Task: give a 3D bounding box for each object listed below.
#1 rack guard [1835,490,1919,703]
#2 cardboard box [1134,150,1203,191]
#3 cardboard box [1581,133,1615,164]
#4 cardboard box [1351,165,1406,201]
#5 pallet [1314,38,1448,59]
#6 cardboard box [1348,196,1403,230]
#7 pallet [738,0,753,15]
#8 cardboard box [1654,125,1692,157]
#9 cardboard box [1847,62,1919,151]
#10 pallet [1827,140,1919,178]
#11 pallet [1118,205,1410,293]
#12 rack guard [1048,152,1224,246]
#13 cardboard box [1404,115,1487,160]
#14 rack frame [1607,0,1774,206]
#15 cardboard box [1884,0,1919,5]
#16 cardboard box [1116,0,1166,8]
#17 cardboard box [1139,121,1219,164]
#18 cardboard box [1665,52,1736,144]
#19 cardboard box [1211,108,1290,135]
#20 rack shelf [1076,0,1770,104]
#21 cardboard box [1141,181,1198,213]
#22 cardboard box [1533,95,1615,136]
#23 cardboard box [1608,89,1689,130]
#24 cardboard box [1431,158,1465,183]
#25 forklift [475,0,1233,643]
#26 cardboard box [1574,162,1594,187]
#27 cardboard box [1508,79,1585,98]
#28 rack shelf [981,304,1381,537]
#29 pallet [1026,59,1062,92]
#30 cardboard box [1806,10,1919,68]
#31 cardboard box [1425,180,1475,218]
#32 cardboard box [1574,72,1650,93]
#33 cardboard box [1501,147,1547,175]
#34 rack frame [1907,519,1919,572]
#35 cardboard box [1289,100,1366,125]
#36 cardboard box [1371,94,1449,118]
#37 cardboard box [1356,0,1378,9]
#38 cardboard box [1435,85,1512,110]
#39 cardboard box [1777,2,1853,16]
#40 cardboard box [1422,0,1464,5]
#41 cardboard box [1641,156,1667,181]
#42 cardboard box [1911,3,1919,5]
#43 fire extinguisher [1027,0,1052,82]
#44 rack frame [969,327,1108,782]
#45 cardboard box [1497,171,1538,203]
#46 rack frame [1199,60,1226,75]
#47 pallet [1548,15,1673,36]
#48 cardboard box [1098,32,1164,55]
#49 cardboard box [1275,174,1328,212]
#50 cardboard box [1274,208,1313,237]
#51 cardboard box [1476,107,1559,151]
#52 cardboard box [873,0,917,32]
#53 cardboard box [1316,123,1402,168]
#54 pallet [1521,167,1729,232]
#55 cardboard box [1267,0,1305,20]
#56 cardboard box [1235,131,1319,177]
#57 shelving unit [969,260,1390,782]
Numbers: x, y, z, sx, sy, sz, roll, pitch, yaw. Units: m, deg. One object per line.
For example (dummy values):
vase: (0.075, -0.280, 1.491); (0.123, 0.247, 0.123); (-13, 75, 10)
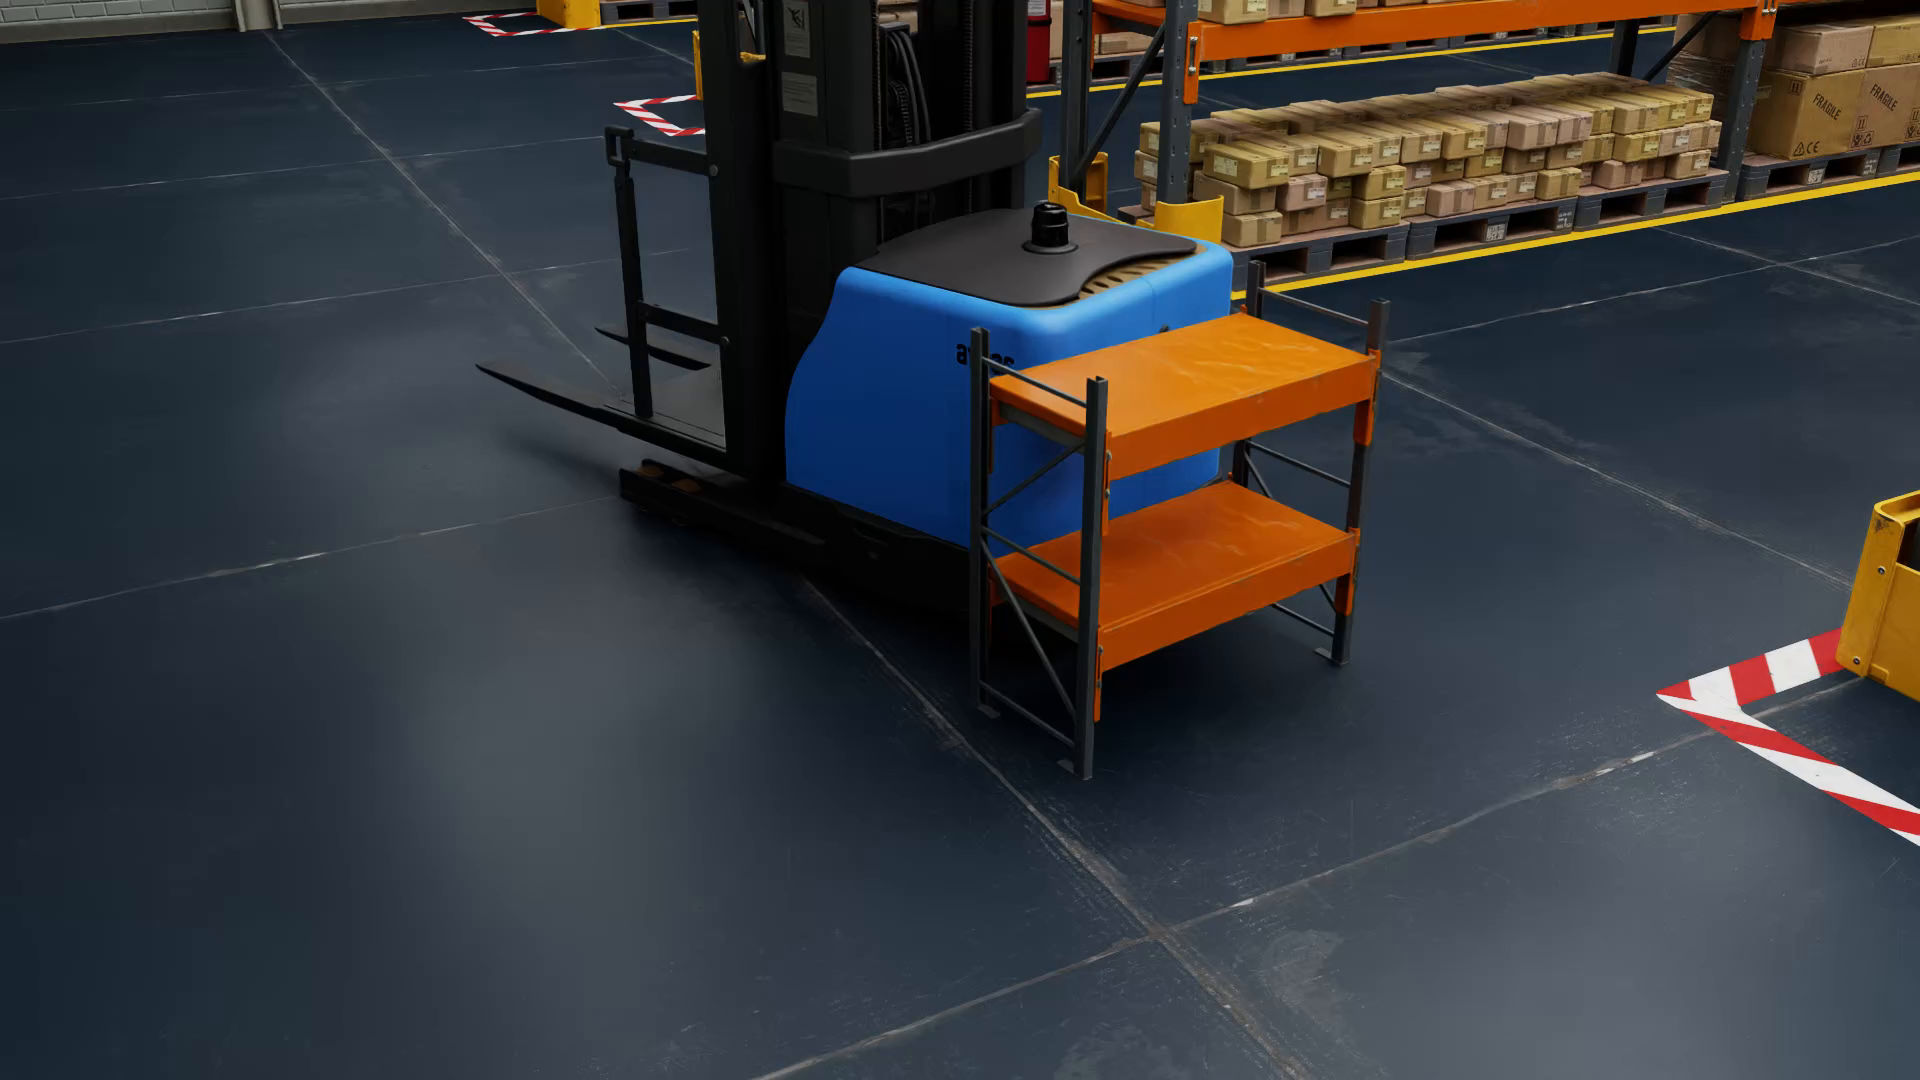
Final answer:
rack guard: (3.032, 0.319, 4.507); (0.348, 0.500, 1.175); (-13, 29, -25)
cardboard box: (1.140, -1.982, 8.877); (0.250, 0.149, 0.380); (-14, 29, -26)
cardboard box: (3.481, -2.260, 9.456); (0.250, 0.149, 0.380); (-13, 28, -25)
cardboard box: (2.112, -1.903, 8.712); (0.250, 0.149, 0.380); (-12, 28, -24)
pallet: (3.643, -4.591, 15.068); (1.213, 0.211, 1.003); (-13, 29, -25)
cardboard box: (2.107, -1.764, 8.767); (0.250, 0.149, 0.380); (-13, 28, -24)
pallet: (-2.104, -5.660, 17.295); (1.213, 0.211, 1.003); (-13, 29, -25)
cardboard box: (3.977, -2.335, 9.612); (0.250, 0.149, 0.380); (-14, 29, -28)
cardboard box: (5.581, -2.762, 10.440); (0.500, 0.500, 0.500); (-12, 28, -23)
pallet: (6.102, -2.694, 11.117); (1.213, 0.211, 1.003); (-13, 29, -25)
pallet: (1.609, -1.638, 8.917); (1.213, 0.211, 1.003); (-13, 29, -25)
rack guard: (0.876, -1.616, 8.538); (0.348, 0.500, 1.175); (-13, 29, -25)
cardboard box: (2.583, -2.152, 8.888); (0.250, 0.149, 0.380); (-13, 28, -24)
rack frame: (4.338, -3.542, 9.661); (0.127, 3.000, 1.000); (-13, 29, -25)
cardboard box: (6.255, -3.510, 11.131); (0.500, 0.250, 0.500); (-13, 28, -25)
cardboard box: (0.963, -2.788, 8.382); (0.250, 0.149, 0.380); (-13, 29, -25)
cardboard box: (1.156, -2.104, 8.788); (0.250, 0.149, 0.380); (-13, 28, -25)
cardboard box: (4.873, -2.851, 10.626); (0.500, 0.500, 0.500); (-14, 29, -26)
cardboard box: (1.574, -2.235, 9.060); (0.250, 0.149, 0.380); (-14, 29, -26)
rack shelf: (2.573, -2.810, 8.969); (4.000, 0.370, 1.077); (-13, 29, -25)
cardboard box: (1.175, -1.818, 8.880); (0.250, 0.149, 0.380); (-12, 28, -24)
cardboard box: (3.458, -2.399, 9.401); (0.250, 0.149, 0.380); (-12, 28, -23)
cardboard box: (3.940, -2.475, 9.561); (0.250, 0.149, 0.380); (-13, 28, -24)
cardboard box: (2.521, -2.064, 9.048); (0.250, 0.149, 0.380); (-11, 28, -22)
forklift: (-0.585, -1.523, 5.536); (3.031, 2.935, 1.130); (20, 32, 35)
cardboard box: (3.391, -2.129, 9.528); (0.250, 0.149, 0.380); (-14, 29, -26)
cardboard box: (3.466, -2.619, 9.861); (0.250, 0.149, 0.380); (-13, 29, -26)
rack shelf: (0.595, -0.351, 4.505); (1.000, 0.278, 0.538); (-18, 31, -33)
pallet: (0.134, -3.779, 13.378); (1.213, 0.211, 1.003); (-13, 29, -25)
cardboard box: (5.583, -3.101, 10.280); (0.500, 0.250, 0.500); (-12, 28, -24)
cardboard box: (2.548, -1.870, 8.987); (0.250, 0.149, 0.380); (-15, 29, -28)
cardboard box: (3.937, -2.723, 10.077); (0.250, 0.149, 0.380); (-12, 28, -23)
cardboard box: (3.020, -2.154, 9.235); (0.250, 0.149, 0.380); (-14, 29, -28)
rack frame: (3.053, -0.812, 3.976); (0.127, 3.000, 1.000); (-13, 29, -25)
cardboard box: (2.043, -2.339, 9.278); (0.250, 0.149, 0.380); (-12, 28, -23)
cardboard box: (2.546, -2.415, 9.435); (0.250, 0.149, 0.380); (-13, 28, -25)
cardboard box: (1.881, -2.762, 8.327); (0.250, 0.149, 0.380); (-12, 28, -23)
cardboard box: (2.983, -2.537, 9.689); (0.250, 0.149, 0.380); (-12, 28, -24)
cardboard box: (5.336, -3.290, 10.674); (0.500, 0.250, 0.500); (-12, 28, -23)
cardboard box: (2.362, -2.847, 8.505); (0.250, 0.149, 0.380); (-14, 29, -26)
cardboard box: (3.884, -2.215, 9.706); (0.250, 0.149, 0.380); (-12, 28, -24)
cardboard box: (6.491, -3.313, 10.721); (0.500, 0.250, 0.500); (-12, 28, -24)
fire extinguisher: (0.369, -2.649, 8.322); (0.183, 0.674, 0.296); (-13, 29, -25)
rack frame: (0.189, 0.045, 4.355); (0.032, 1.125, 0.500); (-18, 31, -33)
cardboard box: (2.977, -1.998, 9.254); (0.250, 0.149, 0.380); (-12, 28, -24)
rack frame: (1.920, -5.412, 13.556); (0.127, 3.000, 1.000); (-13, 29, -25)
pallet: (6.139, -5.128, 16.187); (1.213, 0.211, 1.003); (-13, 29, -25)
cardboard box: (1.315, -4.359, 13.839); (0.875, 0.438, 0.875); (-13, 29, -26)
cardboard box: (1.660, -1.808, 8.516); (0.250, 0.149, 0.380); (-13, 29, -25)
cardboard box: (1.614, -1.700, 8.634); (0.250, 0.149, 0.380); (-13, 29, -25)
cardboard box: (3.030, -2.249, 9.089); (0.250, 0.149, 0.380); (-14, 29, -27)
cardboard box: (-0.271, -3.994, 13.077); (0.875, 0.438, 0.875); (-12, 28, -24)
cardboard box: (2.080, -2.063, 8.703); (0.250, 0.149, 0.380); (-15, 29, -28)
pallet: (3.762, -2.134, 9.952); (1.213, 0.211, 1.003); (-13, 29, -25)
cardboard box: (1.454, -2.622, 8.036); (0.250, 0.149, 0.380); (-12, 28, -23)
cardboard box: (1.617, -1.979, 8.527); (0.250, 0.149, 0.380); (-12, 28, -24)
shelving unit: (0.595, -0.087, 4.631); (1.048, 1.125, 0.538); (-18, 31, -33)
